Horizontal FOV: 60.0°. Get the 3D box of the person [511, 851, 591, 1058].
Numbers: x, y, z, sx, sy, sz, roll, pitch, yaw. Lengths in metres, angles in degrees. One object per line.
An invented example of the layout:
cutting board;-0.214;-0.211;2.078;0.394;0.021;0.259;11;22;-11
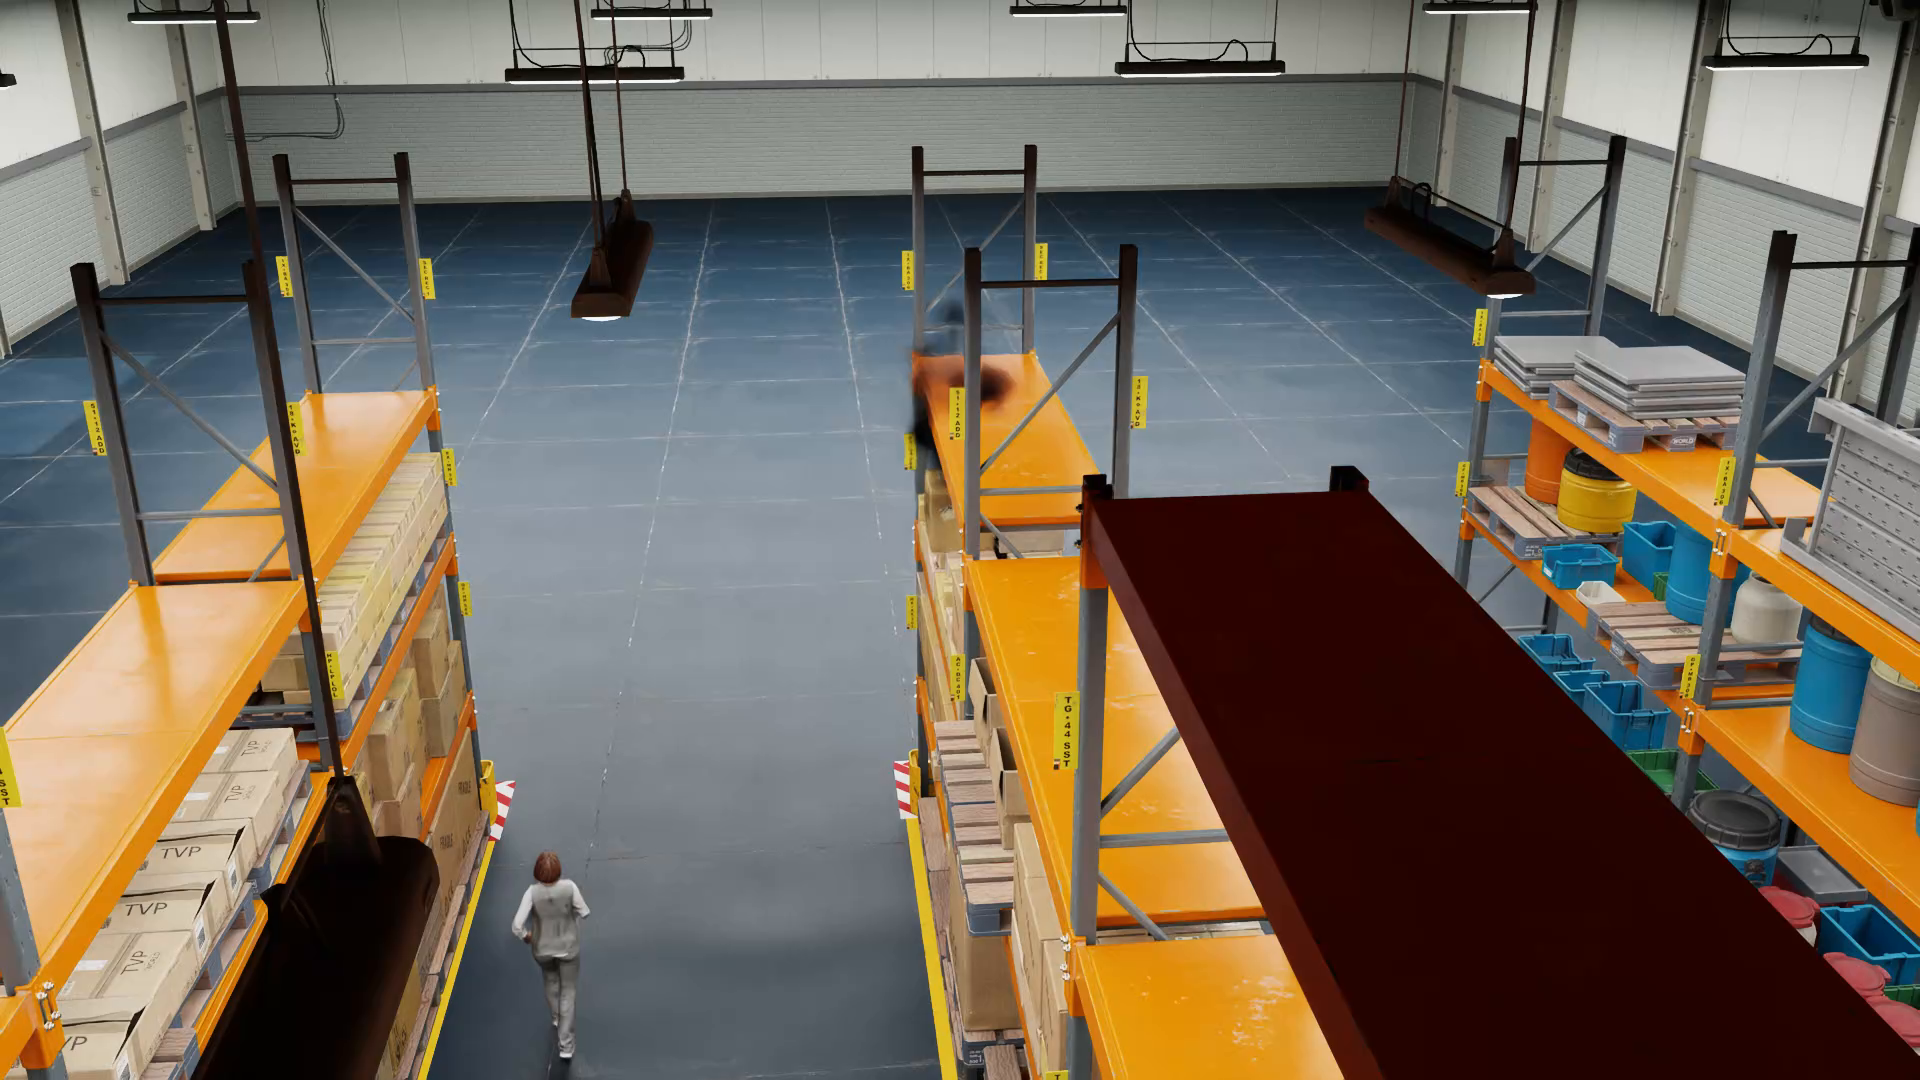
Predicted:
person;-2.902;2.963;11.951;0.520;1.635;0.706;-3;22;-7
